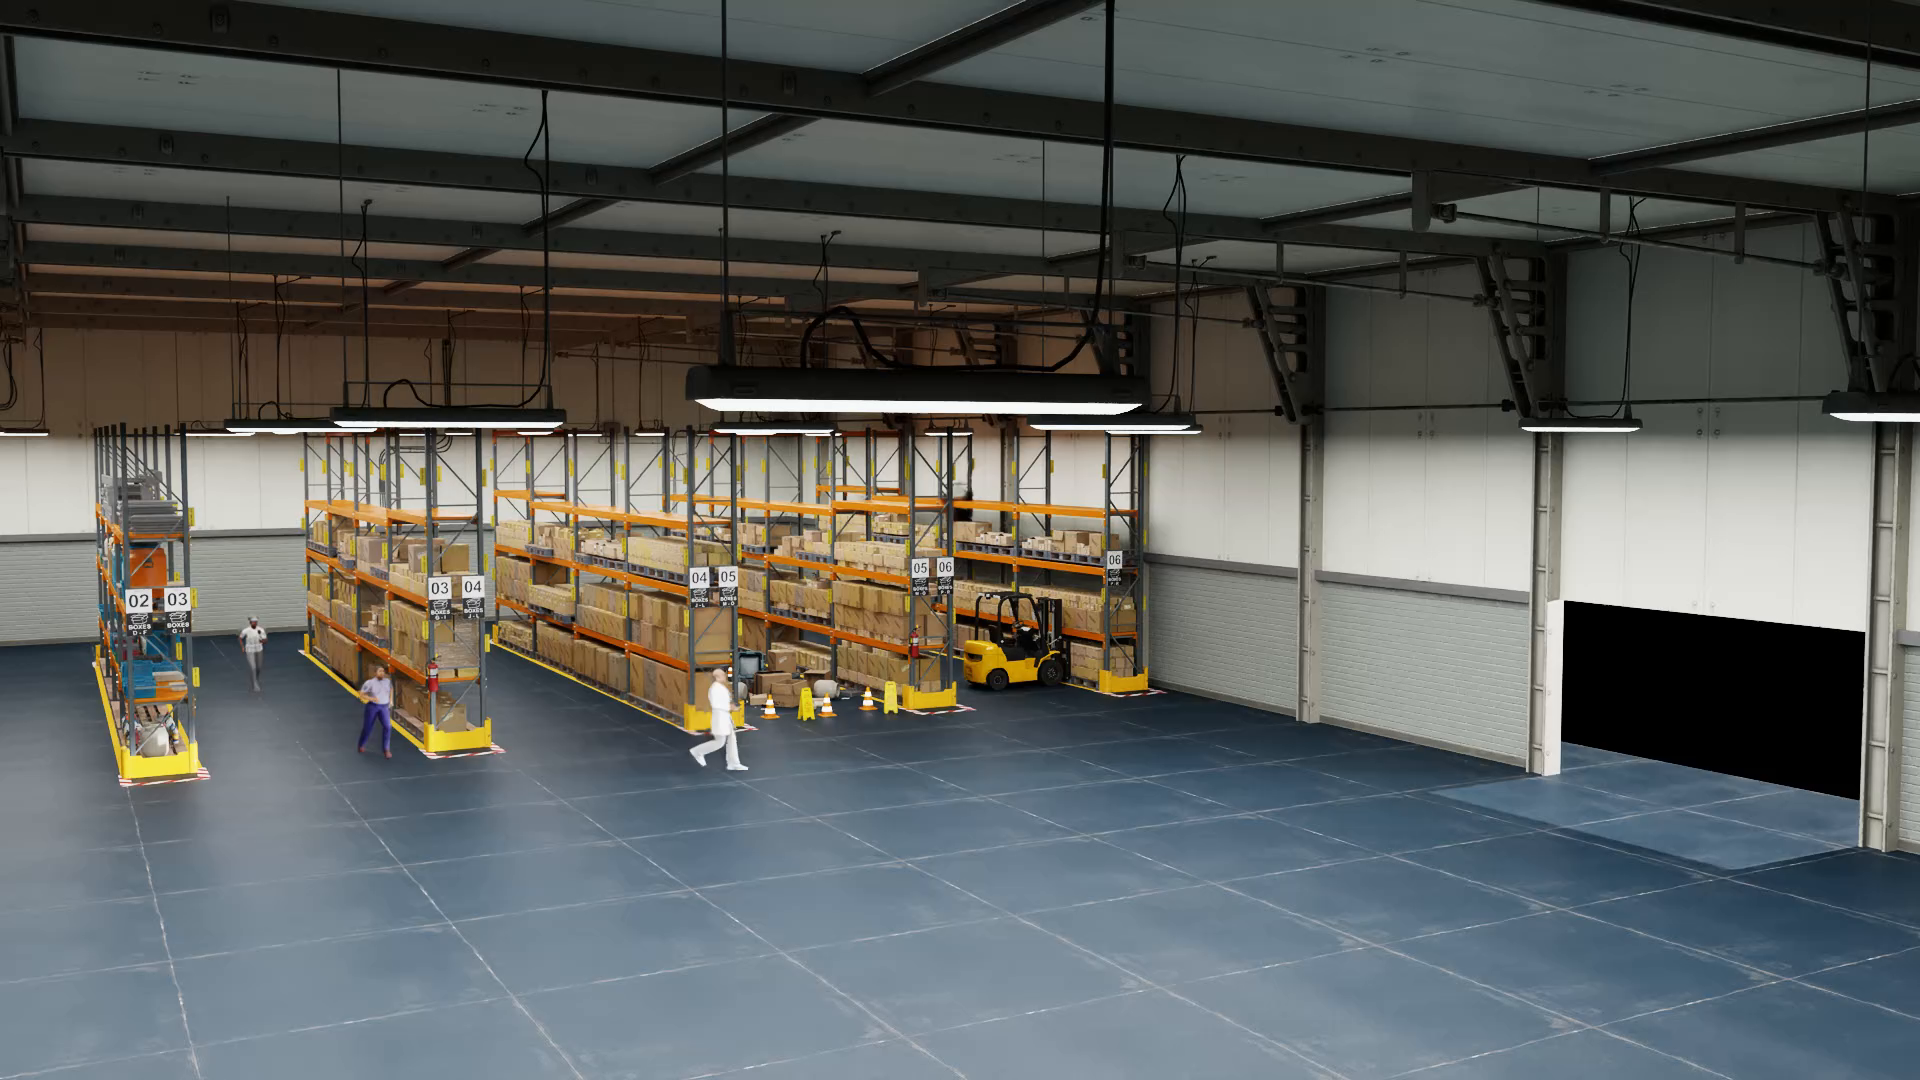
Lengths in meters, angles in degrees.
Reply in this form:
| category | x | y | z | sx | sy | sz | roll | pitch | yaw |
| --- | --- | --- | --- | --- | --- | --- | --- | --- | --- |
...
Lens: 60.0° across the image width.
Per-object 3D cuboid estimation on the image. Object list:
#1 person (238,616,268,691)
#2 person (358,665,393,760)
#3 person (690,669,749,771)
| category | x | y | z | sx | sy | sz | roll | pitch | yaw |
| --- | --- | --- | --- | --- | --- | --- | --- | --- | --- |
| person | -16.100 | 2.558 | 37.933 | 0.575 | 1.684 | 0.921 | -3 | 4 | -38 |
| person | -10.481 | 3.087 | 29.990 | 0.657 | 1.646 | 0.894 | -3 | 4 | -37 |
| person | -4.140 | 3.100 | 28.605 | 0.998 | 1.770 | 0.710 | 0 | 3 | 3 |
